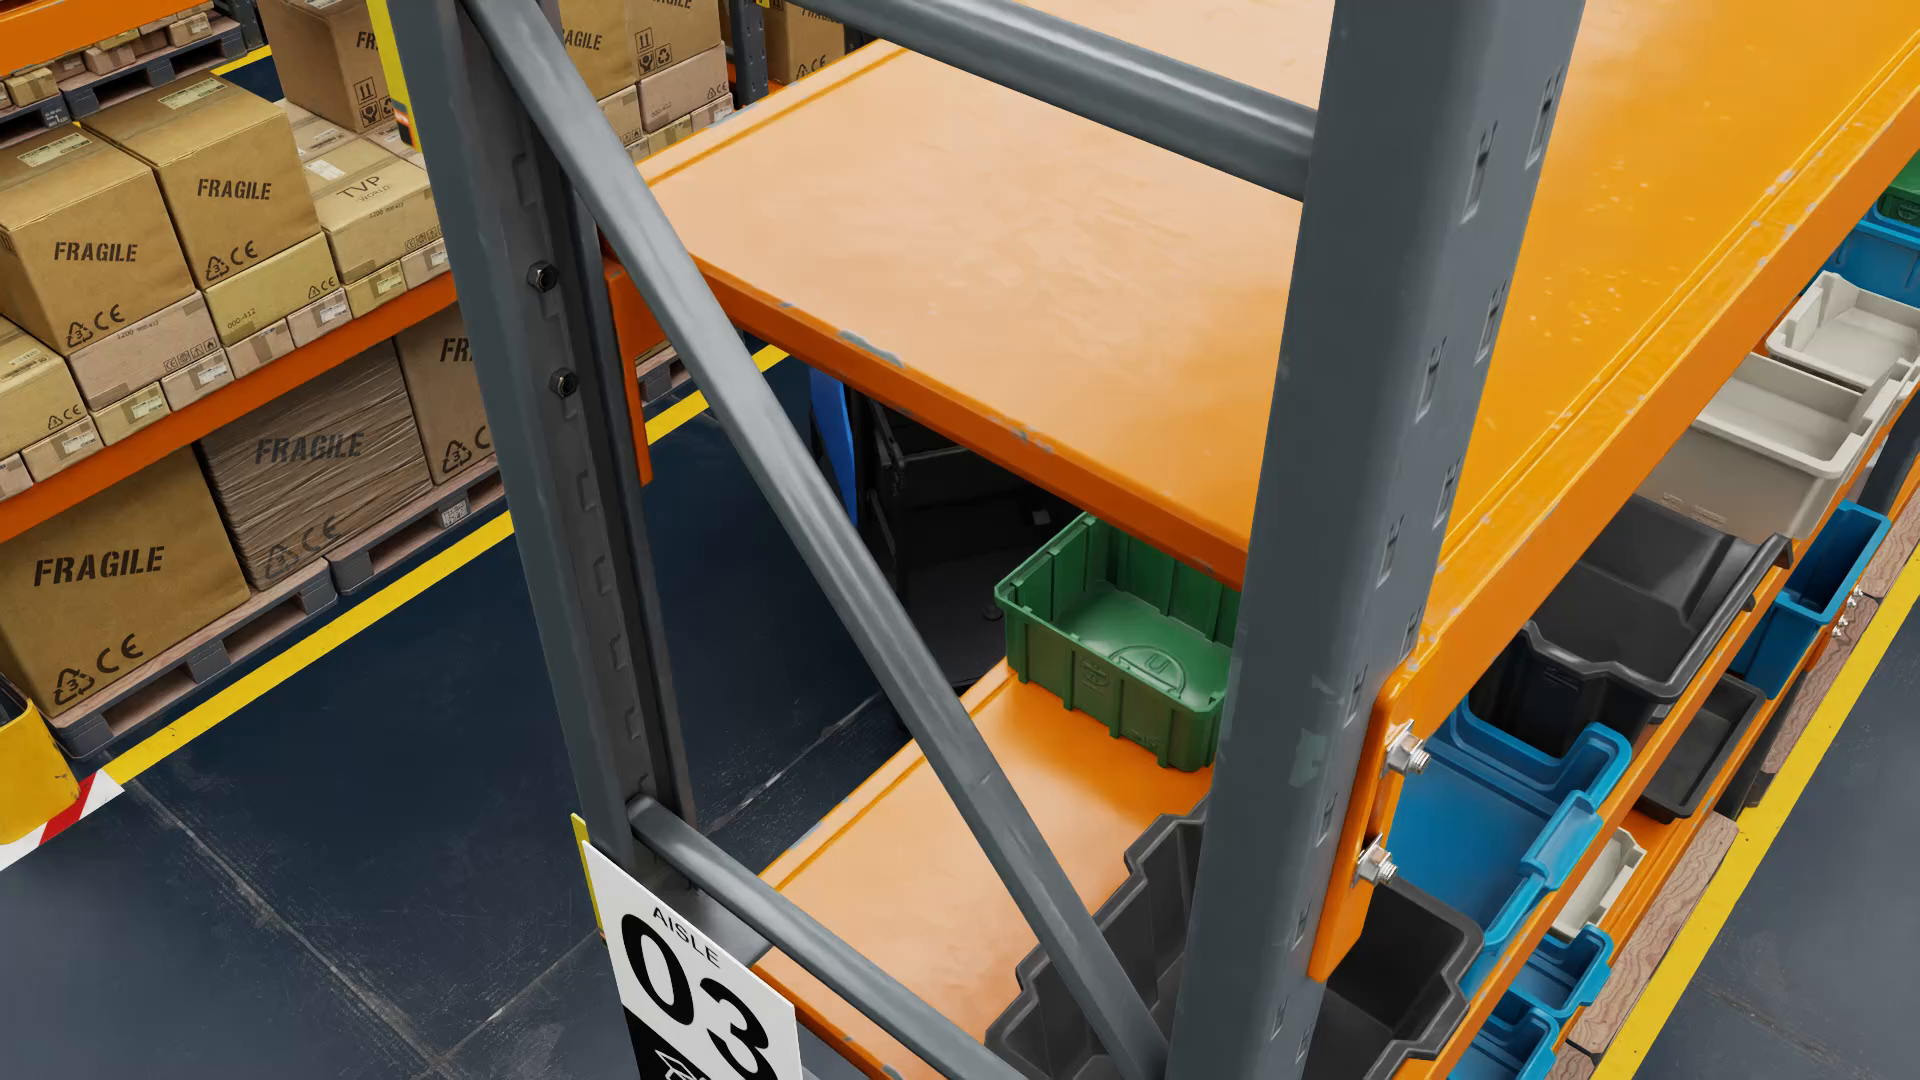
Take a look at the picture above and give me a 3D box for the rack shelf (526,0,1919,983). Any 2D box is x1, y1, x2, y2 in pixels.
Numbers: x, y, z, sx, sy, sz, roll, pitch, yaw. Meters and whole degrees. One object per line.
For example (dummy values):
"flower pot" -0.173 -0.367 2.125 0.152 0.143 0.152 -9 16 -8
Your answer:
"rack shelf" 1.201 -1.002 2.677 1.077 0.370 4.000 29 50 28

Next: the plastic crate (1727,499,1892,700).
"plastic crate" 2.448 0.145 5.010 0.392 0.384 0.575 29 50 28

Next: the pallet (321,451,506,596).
"pallet" -2.637 -0.350 7.661 1.003 0.211 1.213 29 50 28

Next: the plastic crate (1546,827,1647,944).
"plastic crate" 1.597 0.876 4.391 0.293 0.136 0.466 29 50 28

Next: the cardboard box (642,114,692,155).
"cardboard box" -1.415 -1.846 7.420 0.380 0.149 0.250 30 50 29

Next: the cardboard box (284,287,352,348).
"cardboard box" -2.571 -0.921 6.403 0.380 0.149 0.250 29 50 28

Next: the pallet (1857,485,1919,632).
"pallet" 3.801 -0.205 7.501 1.003 0.211 1.213 29 50 28

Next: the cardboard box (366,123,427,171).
"cardboard box" -2.046 -1.554 6.802 0.500 0.250 0.500 31 50 29

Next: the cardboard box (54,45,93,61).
"cardboard box" -5.554 -3.104 10.202 0.380 0.149 0.250 30 50 29

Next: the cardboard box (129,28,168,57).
"cardboard box" -5.257 -3.224 10.555 0.380 0.149 0.250 31 51 29

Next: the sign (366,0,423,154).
"sign" -0.518 -0.497 1.529 0.100 0.325 0.005 29 50 28

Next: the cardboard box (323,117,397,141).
"cardboard box" -2.459 -1.774 7.044 0.500 0.250 0.500 31 51 29

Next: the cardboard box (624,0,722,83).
"cardboard box" -1.394 -2.350 7.120 0.500 0.500 0.500 31 51 30

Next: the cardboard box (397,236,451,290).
"cardboard box" -2.240 -1.187 6.694 0.380 0.149 0.250 30 50 29

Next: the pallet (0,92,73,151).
"pallet" -6.225 -2.546 10.076 1.003 0.211 1.213 29 50 28

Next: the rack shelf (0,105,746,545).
"rack shelf" -2.590 -1.075 6.919 1.077 0.370 4.000 29 50 28

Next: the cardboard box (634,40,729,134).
"cardboard box" -1.387 -2.084 7.385 0.500 0.250 0.500 29 49 28

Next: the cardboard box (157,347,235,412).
"cardboard box" -2.901 -0.658 6.113 0.380 0.149 0.250 29 50 28

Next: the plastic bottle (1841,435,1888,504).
"plastic bottle" 2.988 -0.270 5.536 0.144 0.351 0.185 29 50 28

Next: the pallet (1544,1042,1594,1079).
"pallet" 1.259 1.832 5.261 1.003 0.211 1.213 29 50 28

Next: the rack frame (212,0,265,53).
"rack frame" -5.035 -4.570 10.229 1.000 3.000 0.127 29 50 28

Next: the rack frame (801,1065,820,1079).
"rack frame" -0.087 1.833 3.186 1.000 3.000 0.127 29 50 28

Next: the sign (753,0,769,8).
"sign" -0.877 -2.481 7.229 0.100 0.325 0.005 29 50 28

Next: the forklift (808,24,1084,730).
"forklift" 0.192 -0.638 5.955 1.130 2.935 3.031 -11 43 -12

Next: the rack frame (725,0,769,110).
"rack frame" -1.303 -2.371 7.810 1.000 3.000 0.127 29 50 28

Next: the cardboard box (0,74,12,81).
"cardboard box" -5.891 -2.835 9.907 0.380 0.149 0.250 27 49 27

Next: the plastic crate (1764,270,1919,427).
"plastic crate" 1.960 -0.419 3.630 0.293 0.136 0.466 29 50 28

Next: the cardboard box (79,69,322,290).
"cardboard box" -2.711 -1.300 5.966 0.500 0.500 0.500 28 49 27

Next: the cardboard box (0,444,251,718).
"cardboard box" -3.527 -0.045 6.519 0.875 0.875 0.875 29 50 28

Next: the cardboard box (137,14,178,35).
"cardboard box" -5.159 -3.336 10.458 0.380 0.149 0.250 27 49 27

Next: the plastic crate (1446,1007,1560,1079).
"plastic crate" 1.172 1.210 3.951 0.416 0.233 0.300 29 50 28

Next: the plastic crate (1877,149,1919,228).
"plastic crate" 2.446 -0.909 4.130 0.450 0.188 0.662 29 50 28

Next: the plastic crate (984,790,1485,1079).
"plastic crate" 0.375 0.694 2.307 0.497 0.269 0.590 29 50 28

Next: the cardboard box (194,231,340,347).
"cardboard box" -2.706 -1.024 6.219 0.500 0.250 0.500 28 49 27

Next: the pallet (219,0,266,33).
"pallet" -4.535 -3.940 11.609 1.003 0.211 1.213 29 50 28

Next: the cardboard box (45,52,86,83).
"cardboard box" -5.641 -2.977 10.283 0.380 0.149 0.250 28 49 28

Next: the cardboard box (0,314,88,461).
"cardboard box" -3.362 -0.496 5.638 0.500 0.250 0.500 28 49 27

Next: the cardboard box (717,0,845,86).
"cardboard box" -0.816 -2.536 7.918 0.500 0.500 0.500 30 50 29

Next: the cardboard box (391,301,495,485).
"cardboard box" -2.368 -0.971 7.538 0.875 0.875 0.875 29 50 28

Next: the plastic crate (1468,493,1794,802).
"plastic crate" 1.107 0.079 2.932 0.504 0.338 0.767 29 50 28

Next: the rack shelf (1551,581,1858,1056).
"rack shelf" 1.201 1.070 4.561 1.077 0.370 4.000 29 50 28

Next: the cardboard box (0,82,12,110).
"cardboard box" -5.912 -2.683 9.961 0.380 0.149 0.250 30 50 29

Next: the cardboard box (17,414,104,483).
"cardboard box" -3.232 -0.391 5.819 0.380 0.149 0.250 29 50 28
